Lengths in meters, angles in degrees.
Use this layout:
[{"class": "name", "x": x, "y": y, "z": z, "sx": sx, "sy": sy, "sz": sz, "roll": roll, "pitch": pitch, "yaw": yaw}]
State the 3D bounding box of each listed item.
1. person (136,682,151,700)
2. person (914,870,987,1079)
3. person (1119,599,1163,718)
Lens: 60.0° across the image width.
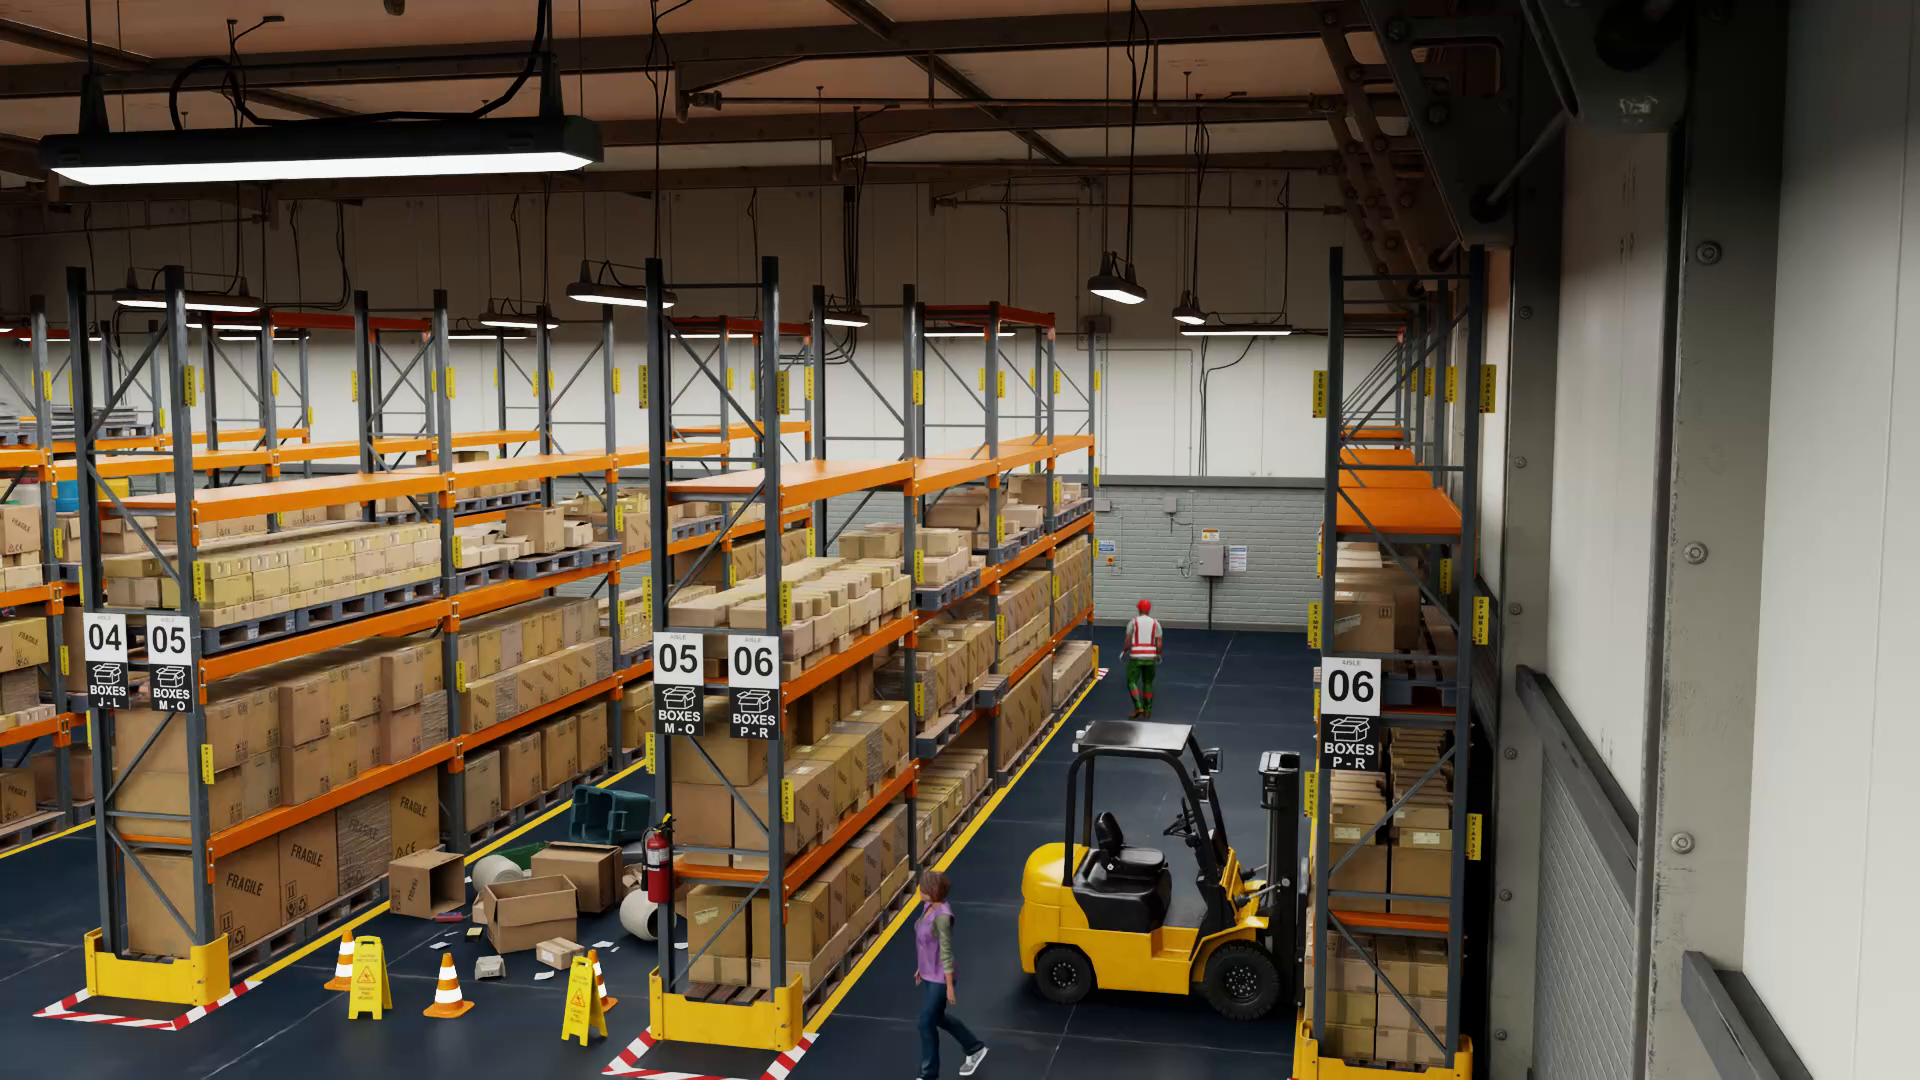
[{"class": "person", "x": -9.101, "y": 2.425, "z": 18.625, "sx": 0.547, "sy": 1.677, "sz": 0.976, "roll": 0, "pitch": 6, "yaw": -3}, {"class": "person", "x": -0.115, "y": 3.158, "z": 12.012, "sx": 0.685, "sy": 1.590, "sz": 0.402, "roll": -1, "pitch": 6, "yaw": -11}, {"class": "person", "x": 2.748, "y": 1.785, "z": 24.876, "sx": 0.634, "sy": 1.763, "sz": 0.660, "roll": -1, "pitch": 6, "yaw": -13}]
